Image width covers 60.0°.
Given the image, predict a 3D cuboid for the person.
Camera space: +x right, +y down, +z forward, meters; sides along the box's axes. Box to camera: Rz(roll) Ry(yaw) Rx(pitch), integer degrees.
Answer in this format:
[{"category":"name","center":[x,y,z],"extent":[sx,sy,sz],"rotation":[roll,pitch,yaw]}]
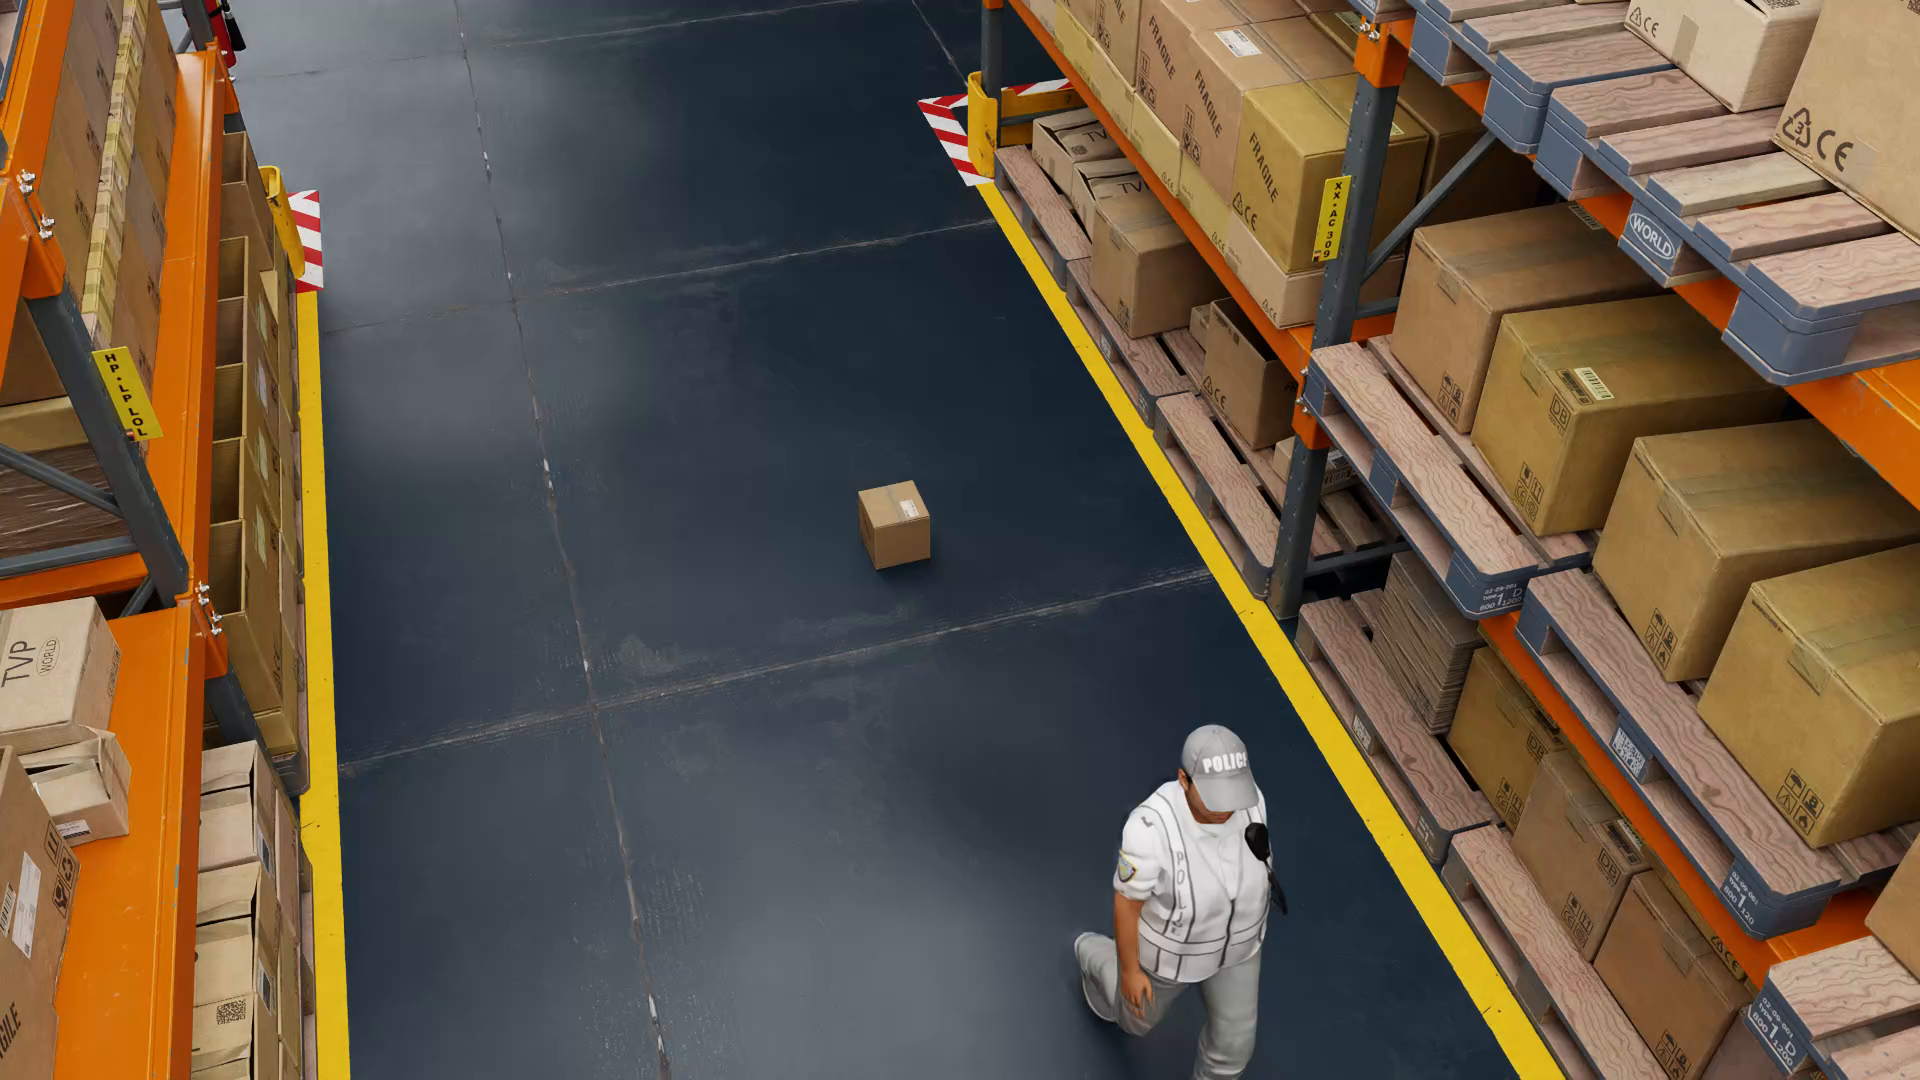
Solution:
[{"category":"person","center":[0.658,1.129,4.913],"extent":[0.497,1.625,0.863],"rotation":[-15,45,-16]}]
